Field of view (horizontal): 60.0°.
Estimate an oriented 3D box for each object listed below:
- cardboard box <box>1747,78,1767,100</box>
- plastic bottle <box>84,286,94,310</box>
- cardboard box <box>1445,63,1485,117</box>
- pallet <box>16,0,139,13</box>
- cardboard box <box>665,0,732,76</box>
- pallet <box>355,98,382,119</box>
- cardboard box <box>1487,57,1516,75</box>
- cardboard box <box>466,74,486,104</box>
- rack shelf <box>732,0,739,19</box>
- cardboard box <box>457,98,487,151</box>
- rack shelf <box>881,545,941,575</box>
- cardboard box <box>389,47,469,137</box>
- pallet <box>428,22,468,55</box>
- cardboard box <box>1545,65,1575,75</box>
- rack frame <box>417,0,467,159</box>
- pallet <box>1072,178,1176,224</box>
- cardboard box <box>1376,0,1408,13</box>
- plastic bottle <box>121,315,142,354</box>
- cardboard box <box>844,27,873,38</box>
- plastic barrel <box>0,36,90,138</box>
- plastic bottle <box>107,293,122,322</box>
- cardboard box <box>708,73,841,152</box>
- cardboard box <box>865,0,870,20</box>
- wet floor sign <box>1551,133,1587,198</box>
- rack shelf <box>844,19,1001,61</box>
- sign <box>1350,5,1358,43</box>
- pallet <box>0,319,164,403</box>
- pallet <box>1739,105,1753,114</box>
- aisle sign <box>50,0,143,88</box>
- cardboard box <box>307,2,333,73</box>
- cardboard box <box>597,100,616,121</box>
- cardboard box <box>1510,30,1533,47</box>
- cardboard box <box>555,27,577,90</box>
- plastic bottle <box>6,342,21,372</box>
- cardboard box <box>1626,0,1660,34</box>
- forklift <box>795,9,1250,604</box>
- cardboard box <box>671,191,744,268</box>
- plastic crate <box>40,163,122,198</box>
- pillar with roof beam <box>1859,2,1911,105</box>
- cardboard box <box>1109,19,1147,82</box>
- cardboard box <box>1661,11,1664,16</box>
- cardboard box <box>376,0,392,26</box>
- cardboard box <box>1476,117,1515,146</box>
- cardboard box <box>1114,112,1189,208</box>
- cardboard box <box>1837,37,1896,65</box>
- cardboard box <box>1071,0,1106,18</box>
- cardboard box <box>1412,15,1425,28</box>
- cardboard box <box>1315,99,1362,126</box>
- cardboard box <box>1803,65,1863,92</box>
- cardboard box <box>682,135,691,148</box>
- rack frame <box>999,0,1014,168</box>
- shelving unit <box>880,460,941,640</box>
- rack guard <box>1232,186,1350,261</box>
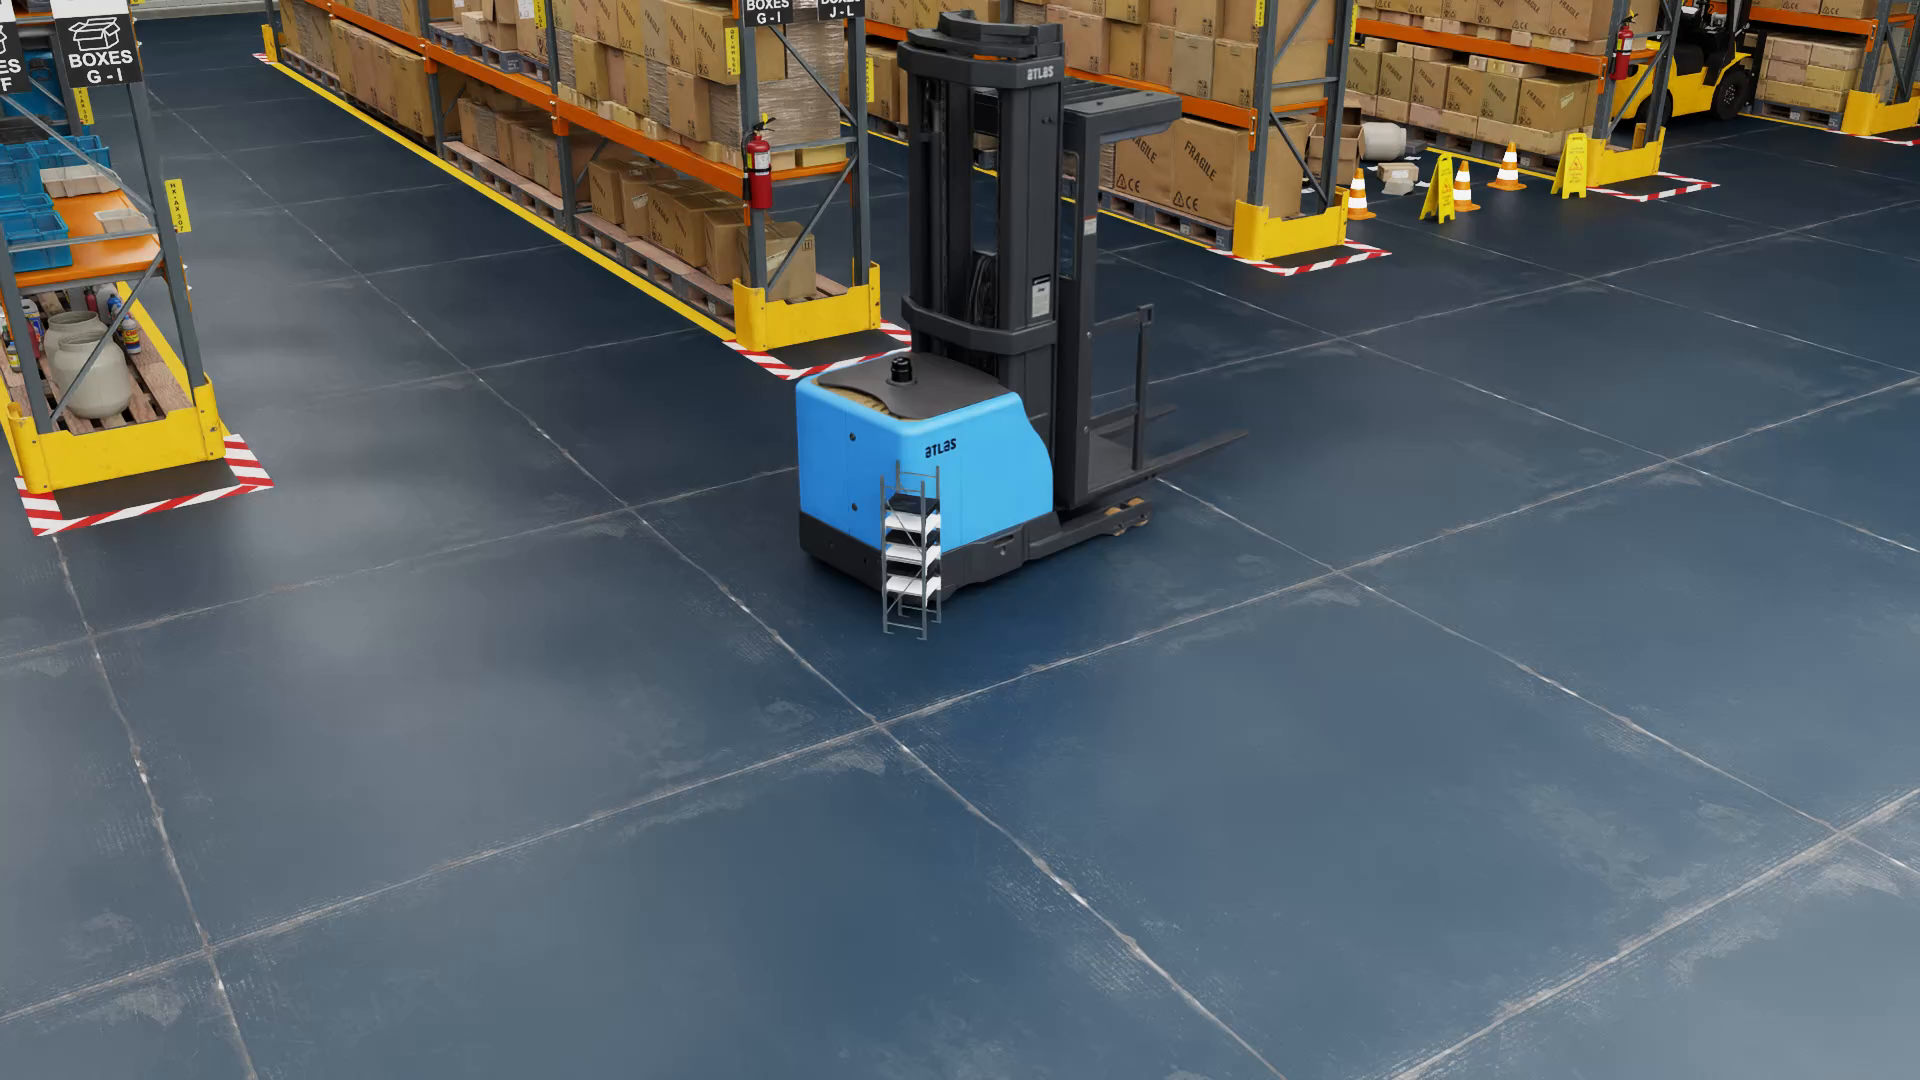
[{"bbox_3d":[10.255,-5.837,21.329,0.500,0.250,0.500,-15,29,-29],"label":"cardboard box"},{"bbox_3d":[-6.686,-1.834,12.787,0.061,0.283,0.133,-16,29,-30],"label":"plastic bottle"},{"bbox_3d":[5.935,-5.156,19.009,0.500,0.500,0.500,-16,30,-31],"label":"cardboard box"},{"bbox_3d":[-5.674,-3.403,10.152,1.003,0.211,1.213,-16,29,-30],"label":"pallet"},{"bbox_3d":[-1.940,-3.916,12.894,0.500,0.500,0.500,-16,29,-30],"label":"cardboard box"},{"bbox_3d":[-7.221,-5.740,21.662,1.003,0.211,1.213,-16,29,-30],"label":"pallet"},{"bbox_3d":[6.101,-5.288,18.528,0.380,0.149,0.250,-15,29,-29],"label":"cardboard box"},{"bbox_3d":[-5.131,-5.004,18.370,0.500,0.250,0.500,-14,29,-28],"label":"cardboard box"},{"bbox_3d":[-2.246,-4.714,13.550,1.077,0.370,4.000,-16,29,-30],"label":"rack shelf"},{"bbox_3d":[-5.139,-4.662,18.525,0.700,0.500,0.500,-17,30,-32],"label":"cardboard box"},{"bbox_3d":[-0.252,0.086,8.591,0.258,0.077,0.200,9,27,18],"label":"rack shelf"},{"bbox_3d":[-5.881,-5.309,19.480,1.225,0.875,0.875,-17,30,-32],"label":"cardboard box"},{"bbox_3d":[-5.044,-5.512,18.137,1.213,0.211,1.003,-16,29,-30],"label":"pallet"},{"bbox_3d":[6.637,-5.110,18.910,0.500,0.500,0.500,-17,30,-31],"label":"cardboard box"},{"bbox_3d":[-5.522,-5.829,18.583,1.000,3.000,0.127,-16,29,-30],"label":"rack frame"},{"bbox_3d":[1.892,-3.530,16.980,1.003,0.211,1.213,-16,29,-30],"label":"pallet"},{"bbox_3d":[5.265,-6.491,19.520,0.500,0.500,0.500,-16,29,-30],"label":"cardboard box"},{"bbox_3d":[-6.033,-1.499,12.093,0.097,0.271,0.097,0,25,0],"label":"plastic bottle"},{"bbox_3d":[-1.485,-6.650,21.881,0.500,0.250,0.500,-17,30,-32],"label":"cardboard box"},{"bbox_3d":[-7.445,-3.679,13.443,0.600,0.901,0.708,-16,29,-30],"label":"plastic barrel"},{"bbox_3d":[-6.385,-1.730,12.582,0.097,0.271,0.097,0,25,0],"label":"plastic bottle"},{"bbox_3d":[-1.432,-3.350,12.867,0.875,0.500,0.500,-16,29,-30],"label":"cardboard box"},{"bbox_3d":[-1.012,-6.589,20.076,0.500,0.500,0.500,-16,30,-30],"label":"cardboard box"},{"bbox_3d":[6.356,-3.895,17.244,0.267,0.644,0.232,-6,26,-12],"label":"wet floor sign"},{"bbox_3d":[-0.219,-5.908,19.593,1.077,0.370,4.000,-16,29,-30],"label":"rack shelf"},{"bbox_3d":[3.525,-4.641,14.961,0.100,0.325,0.005,-16,29,-30],"label":"sign"},{"bbox_3d":[-6.486,-1.296,12.248,1.003,0.211,1.213,-16,29,-30],"label":"pallet"},{"bbox_3d":[10.191,-5.874,21.944,1.003,0.211,1.213,-16,29,-30],"label":"pallet"},{"bbox_3d":[-5.020,-3.031,9.612,0.394,0.787,0.004,-16,29,-30],"label":"aisle sign"},{"bbox_3d":[-8.490,-7.065,23.199,0.875,0.875,0.875,-16,29,-30],"label":"cardboard box"},{"bbox_3d":[-2.941,-3.776,14.529,0.380,0.149,0.250,-16,29,-30],"label":"cardboard box"},{"bbox_3d":[6.246,-5.493,18.167,0.380,0.149,0.250,-15,29,-29],"label":"cardboard box"},{"bbox_3d":[-3.144,-4.402,15.096,0.875,0.500,0.500,-16,29,-30],"label":"cardboard box"},{"bbox_3d":[-6.674,-1.301,11.755,0.097,0.201,0.097,0,25,0],"label":"plastic bottle"},{"bbox_3d":[7.122,-5.690,17.825,0.500,0.500,0.500,-16,30,-30],"label":"cardboard box"},{"bbox_3d":[0.518,-1.499,9.491,3.031,2.935,1.130,-21,32,-37],"label":"forklift"},{"bbox_3d":[-2.162,-2.688,14.367,0.500,0.500,0.500,-13,28,-25],"label":"cardboard box"},{"bbox_3d":[-6.389,-2.603,12.058,0.530,0.136,0.437,-16,29,-30],"label":"plastic crate"},{"bbox_3d":[8.073,-8.603,17.434,9.100,9.000,0.400,-16,29,-30],"label":"pillar with roof beam"},{"bbox_3d":[1.973,-4.878,16.394,0.875,0.550,0.500,-16,29,-30],"label":"cardboard box"},{"bbox_3d":[9.552,-7.133,22.904,0.500,0.250,0.500,-15,29,-29],"label":"cardboard box"},{"bbox_3d":[-6.552,-6.357,19.586,0.500,0.500,0.500,-17,30,-31],"label":"cardboard box"},{"bbox_3d":[6.206,-4.637,18.787,0.500,0.250,0.500,-15,29,-29],"label":"cardboard box"},{"bbox_3d":[2.149,-3.857,16.404,0.875,0.875,0.875,-16,30,-30],"label":"cardboard box"},{"bbox_3d":[11.201,-6.049,20.608,0.500,0.250,0.500,-16,30,-30],"label":"cardboard box"},{"bbox_3d":[1.623,-5.539,16.529,0.875,0.550,0.550,-16,29,-30],"label":"cardboard box"},{"bbox_3d":[5.498,-6.056,19.358,0.380,0.149,0.250,-16,29,-30],"label":"cardboard box"},{"bbox_3d":[4.410,-4.878,19.494,0.500,0.500,0.500,3,25,6],"label":"cardboard box"},{"bbox_3d":[10.778,-5.709,20.472,0.500,0.250,0.500,-16,30,-30],"label":"cardboard box"},{"bbox_3d":[-2.024,-3.266,13.450,0.380,0.149,0.250,-16,29,-30],"label":"cardboard box"},{"bbox_3d":[0.873,-5.518,17.924,1.000,3.000,0.127,-16,29,-30],"label":"rack frame"},{"bbox_3d":[-0.252,0.056,8.577,0.258,0.900,0.210,9,27,18],"label":"shelving unit"},{"bbox_3d":[3.069,-2.948,15.409,1.175,0.500,0.348,-16,29,-30],"label":"rack guard"}]
